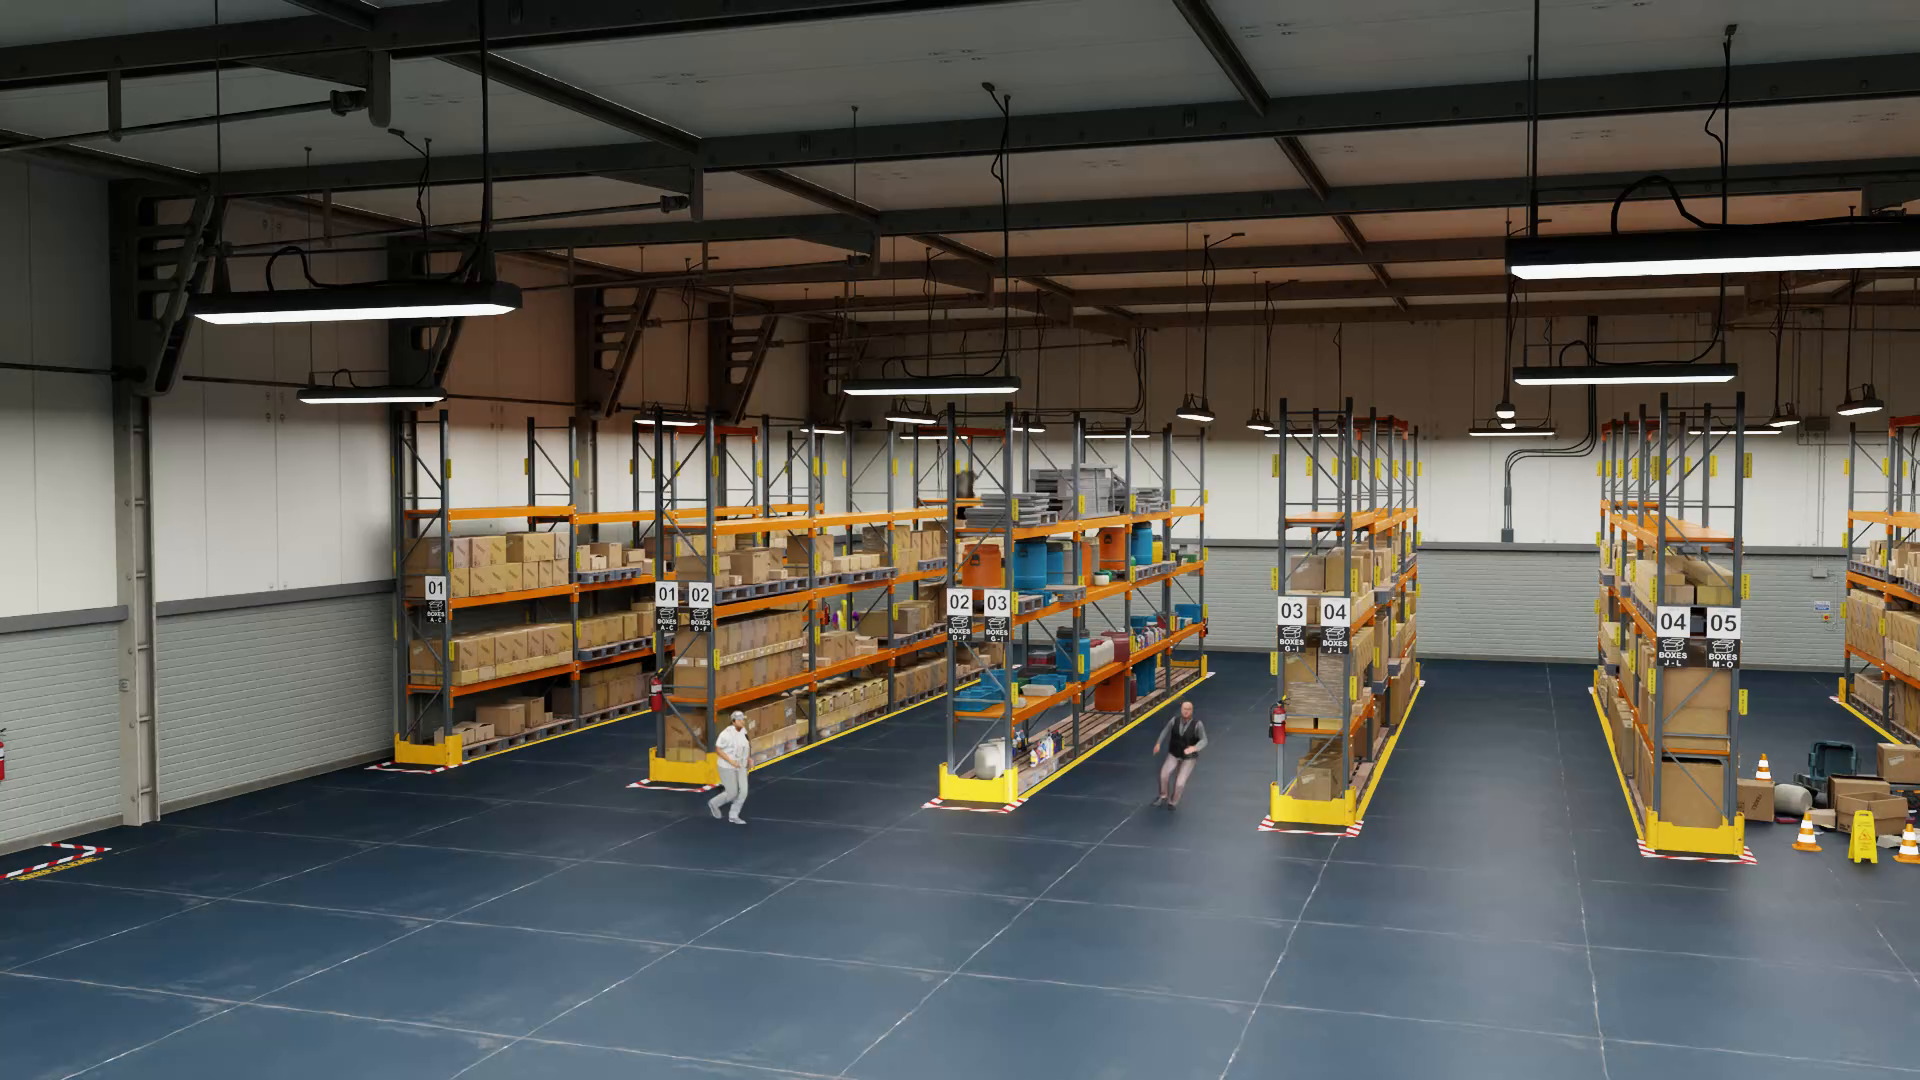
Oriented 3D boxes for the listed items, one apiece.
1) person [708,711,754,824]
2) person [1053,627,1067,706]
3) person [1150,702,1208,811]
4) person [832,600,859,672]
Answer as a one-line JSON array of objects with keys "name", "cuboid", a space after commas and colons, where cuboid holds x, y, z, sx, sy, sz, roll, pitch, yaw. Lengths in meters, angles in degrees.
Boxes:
[{"name": "person", "cuboid": [-3.231, 3.203, 23.493, 0.603, 1.613, 0.608, 2, 3, 37]}, {"name": "person", "cuboid": [2.149, 2.669, 35.247, 0.465, 1.695, 0.579, -2, 3, -37]}, {"name": "person", "cuboid": [3.188, 3.161, 24.213, 0.841, 1.622, 0.614, 1, 3, 17]}, {"name": "person", "cuboid": [-2.836, 2.364, 41.104, 0.662, 1.786, 0.809, 0, 2, 10]}]
